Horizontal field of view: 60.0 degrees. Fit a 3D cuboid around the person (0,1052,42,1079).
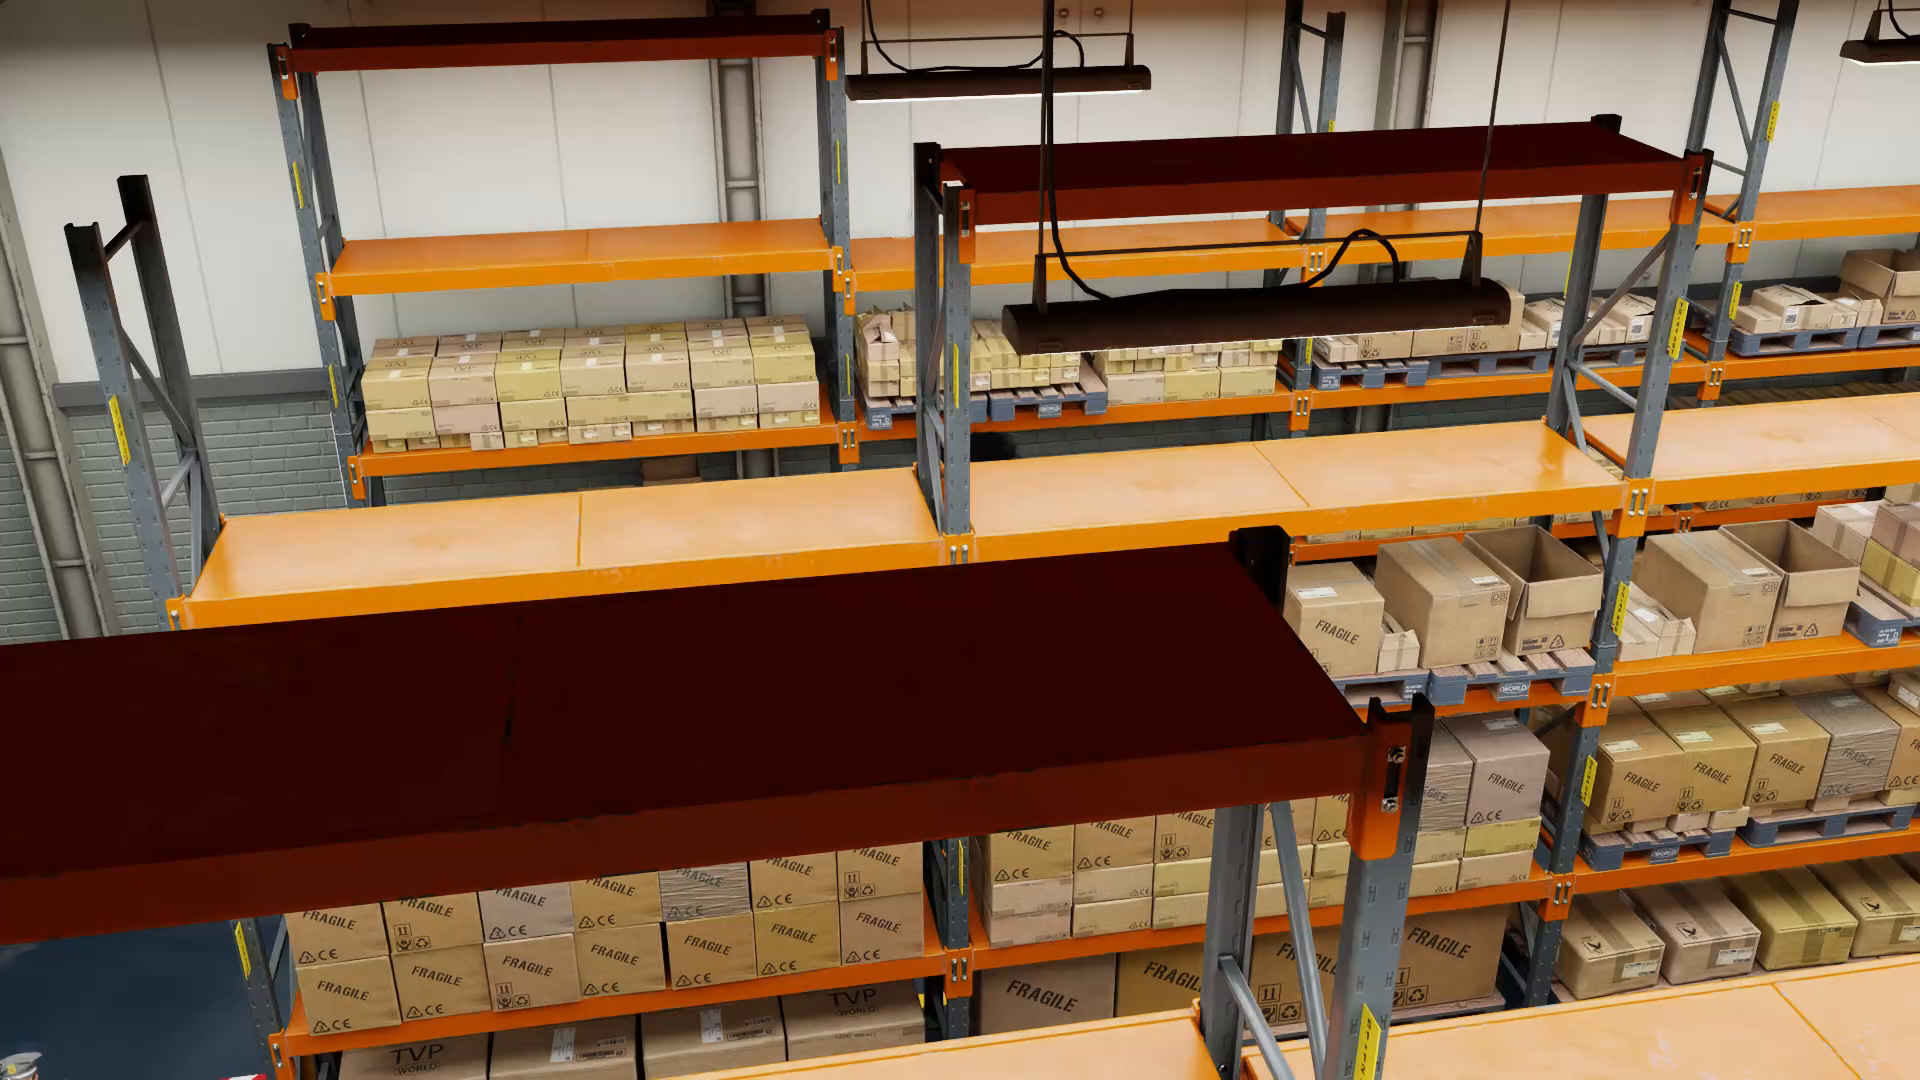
[{"bbox_3d":[-5.000,3.484,9.120,0.618,1.673,0.908,-9,27,-18],"label":"person"}]
